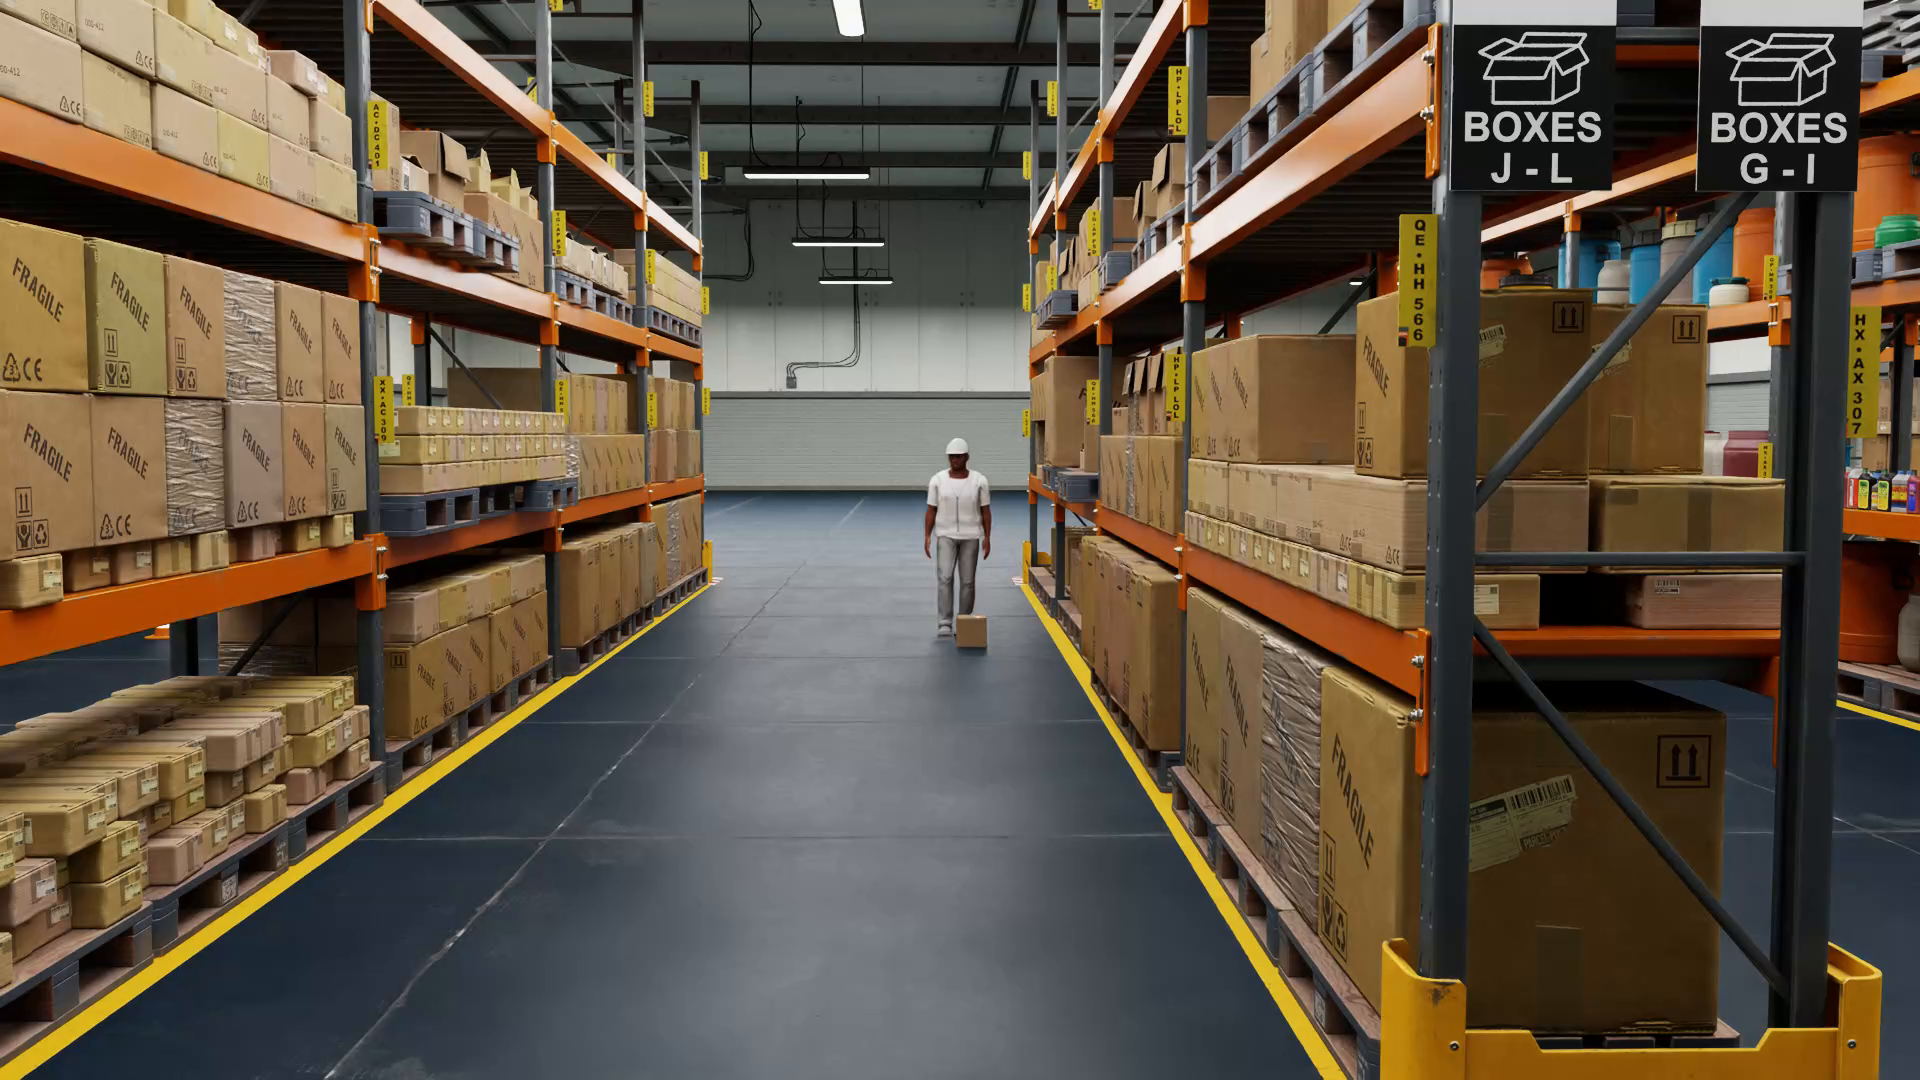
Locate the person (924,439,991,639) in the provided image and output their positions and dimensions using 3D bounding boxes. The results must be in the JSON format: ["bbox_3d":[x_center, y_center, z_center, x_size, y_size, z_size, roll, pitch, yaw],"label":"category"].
[{"bbox_3d":[-0.019,-0.010,14.556,0.593,1.752,0.748,0,4,0],"label":"person"}]
